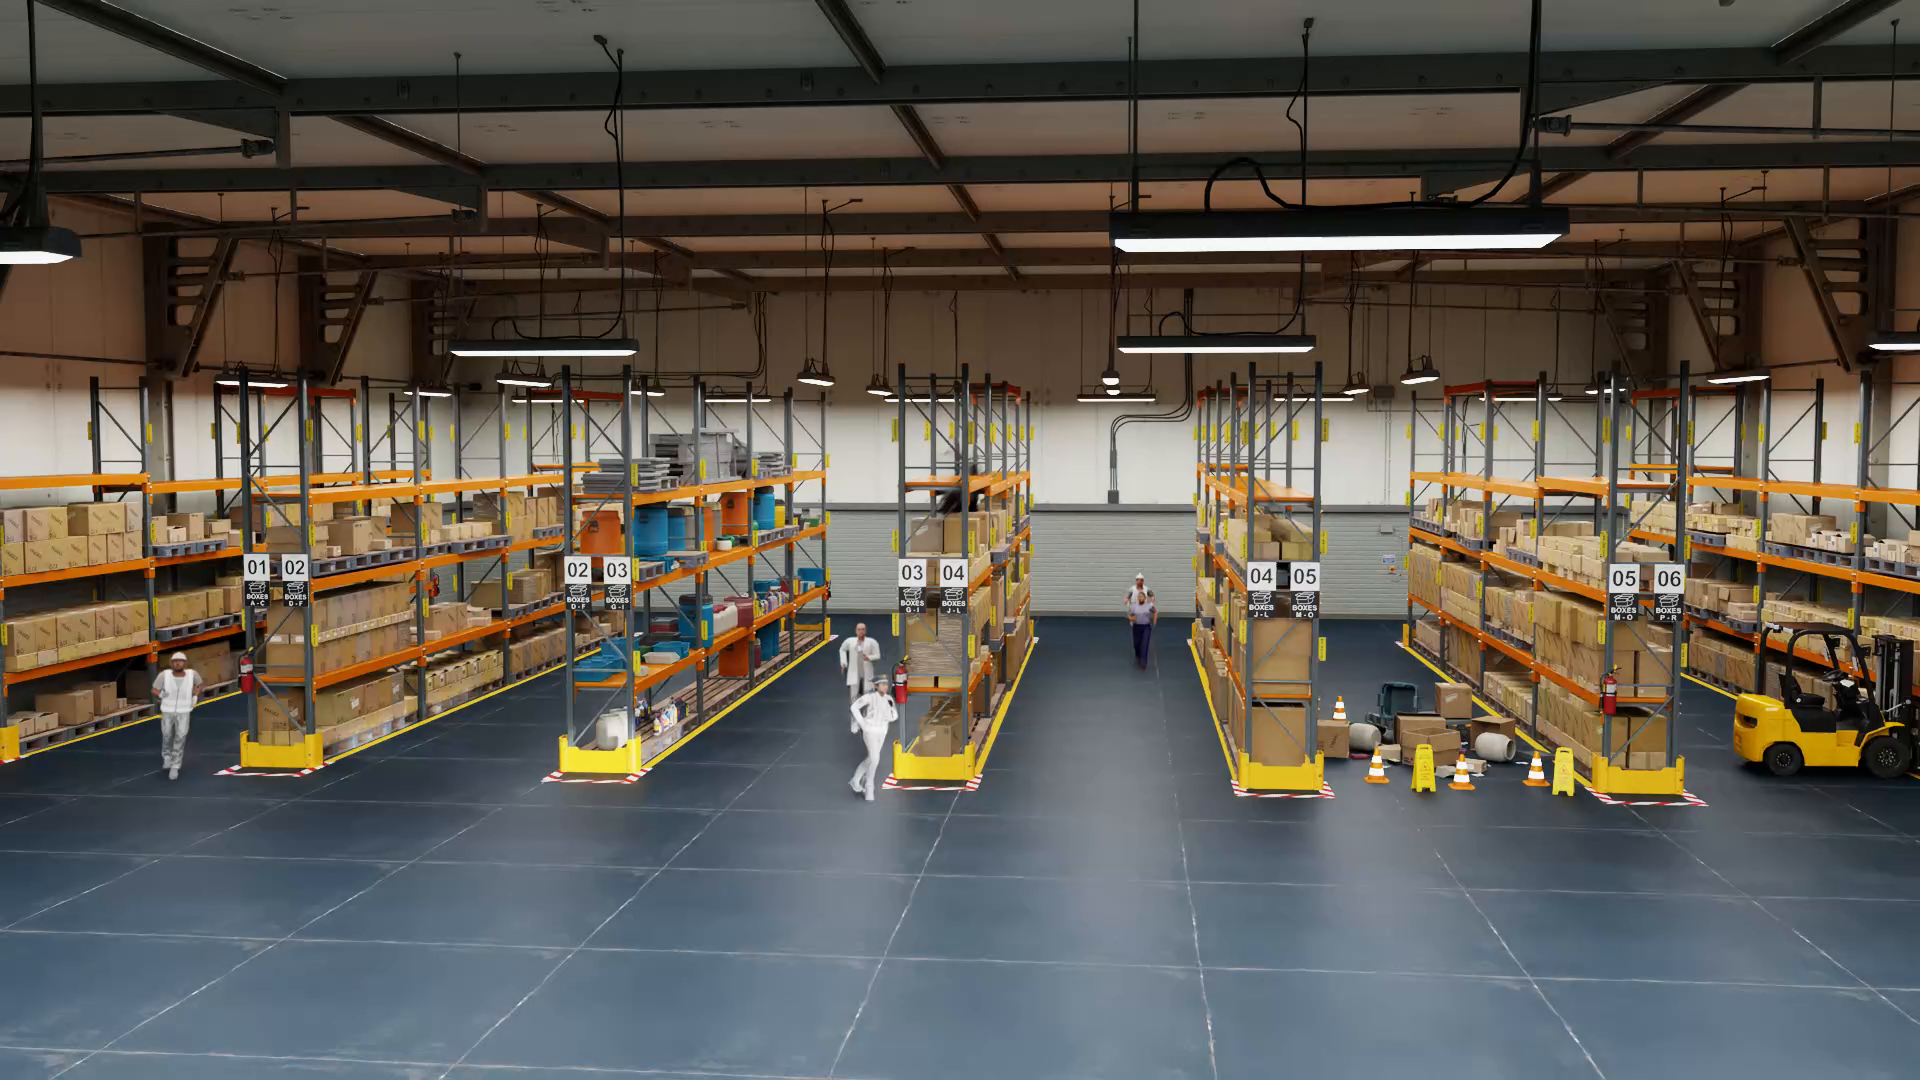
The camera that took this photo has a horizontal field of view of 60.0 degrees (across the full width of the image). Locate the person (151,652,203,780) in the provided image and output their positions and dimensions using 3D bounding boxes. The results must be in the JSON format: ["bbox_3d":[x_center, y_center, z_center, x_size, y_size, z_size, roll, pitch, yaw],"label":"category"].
[{"bbox_3d":[-11.485,2.541,24.408,0.686,1.810,0.888,-1,4,-22],"label":"person"}]

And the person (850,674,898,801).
[{"bbox_3d":[-1.196,2.713,23.013,0.612,1.753,0.665,-3,5,-41],"label":"person"}]

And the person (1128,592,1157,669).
[{"bbox_3d":[3.861,1.897,35.273,0.619,1.589,1.044,1,4,10],"label":"person"}]

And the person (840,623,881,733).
[{"bbox_3d":[-1.680,2.320,28.066,0.675,1.846,0.829,0,4,-6],"label":"person"}]

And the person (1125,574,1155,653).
[{"bbox_3d":[4.113,1.676,38.136,0.683,1.784,0.947,1,4,9],"label":"person"}]
